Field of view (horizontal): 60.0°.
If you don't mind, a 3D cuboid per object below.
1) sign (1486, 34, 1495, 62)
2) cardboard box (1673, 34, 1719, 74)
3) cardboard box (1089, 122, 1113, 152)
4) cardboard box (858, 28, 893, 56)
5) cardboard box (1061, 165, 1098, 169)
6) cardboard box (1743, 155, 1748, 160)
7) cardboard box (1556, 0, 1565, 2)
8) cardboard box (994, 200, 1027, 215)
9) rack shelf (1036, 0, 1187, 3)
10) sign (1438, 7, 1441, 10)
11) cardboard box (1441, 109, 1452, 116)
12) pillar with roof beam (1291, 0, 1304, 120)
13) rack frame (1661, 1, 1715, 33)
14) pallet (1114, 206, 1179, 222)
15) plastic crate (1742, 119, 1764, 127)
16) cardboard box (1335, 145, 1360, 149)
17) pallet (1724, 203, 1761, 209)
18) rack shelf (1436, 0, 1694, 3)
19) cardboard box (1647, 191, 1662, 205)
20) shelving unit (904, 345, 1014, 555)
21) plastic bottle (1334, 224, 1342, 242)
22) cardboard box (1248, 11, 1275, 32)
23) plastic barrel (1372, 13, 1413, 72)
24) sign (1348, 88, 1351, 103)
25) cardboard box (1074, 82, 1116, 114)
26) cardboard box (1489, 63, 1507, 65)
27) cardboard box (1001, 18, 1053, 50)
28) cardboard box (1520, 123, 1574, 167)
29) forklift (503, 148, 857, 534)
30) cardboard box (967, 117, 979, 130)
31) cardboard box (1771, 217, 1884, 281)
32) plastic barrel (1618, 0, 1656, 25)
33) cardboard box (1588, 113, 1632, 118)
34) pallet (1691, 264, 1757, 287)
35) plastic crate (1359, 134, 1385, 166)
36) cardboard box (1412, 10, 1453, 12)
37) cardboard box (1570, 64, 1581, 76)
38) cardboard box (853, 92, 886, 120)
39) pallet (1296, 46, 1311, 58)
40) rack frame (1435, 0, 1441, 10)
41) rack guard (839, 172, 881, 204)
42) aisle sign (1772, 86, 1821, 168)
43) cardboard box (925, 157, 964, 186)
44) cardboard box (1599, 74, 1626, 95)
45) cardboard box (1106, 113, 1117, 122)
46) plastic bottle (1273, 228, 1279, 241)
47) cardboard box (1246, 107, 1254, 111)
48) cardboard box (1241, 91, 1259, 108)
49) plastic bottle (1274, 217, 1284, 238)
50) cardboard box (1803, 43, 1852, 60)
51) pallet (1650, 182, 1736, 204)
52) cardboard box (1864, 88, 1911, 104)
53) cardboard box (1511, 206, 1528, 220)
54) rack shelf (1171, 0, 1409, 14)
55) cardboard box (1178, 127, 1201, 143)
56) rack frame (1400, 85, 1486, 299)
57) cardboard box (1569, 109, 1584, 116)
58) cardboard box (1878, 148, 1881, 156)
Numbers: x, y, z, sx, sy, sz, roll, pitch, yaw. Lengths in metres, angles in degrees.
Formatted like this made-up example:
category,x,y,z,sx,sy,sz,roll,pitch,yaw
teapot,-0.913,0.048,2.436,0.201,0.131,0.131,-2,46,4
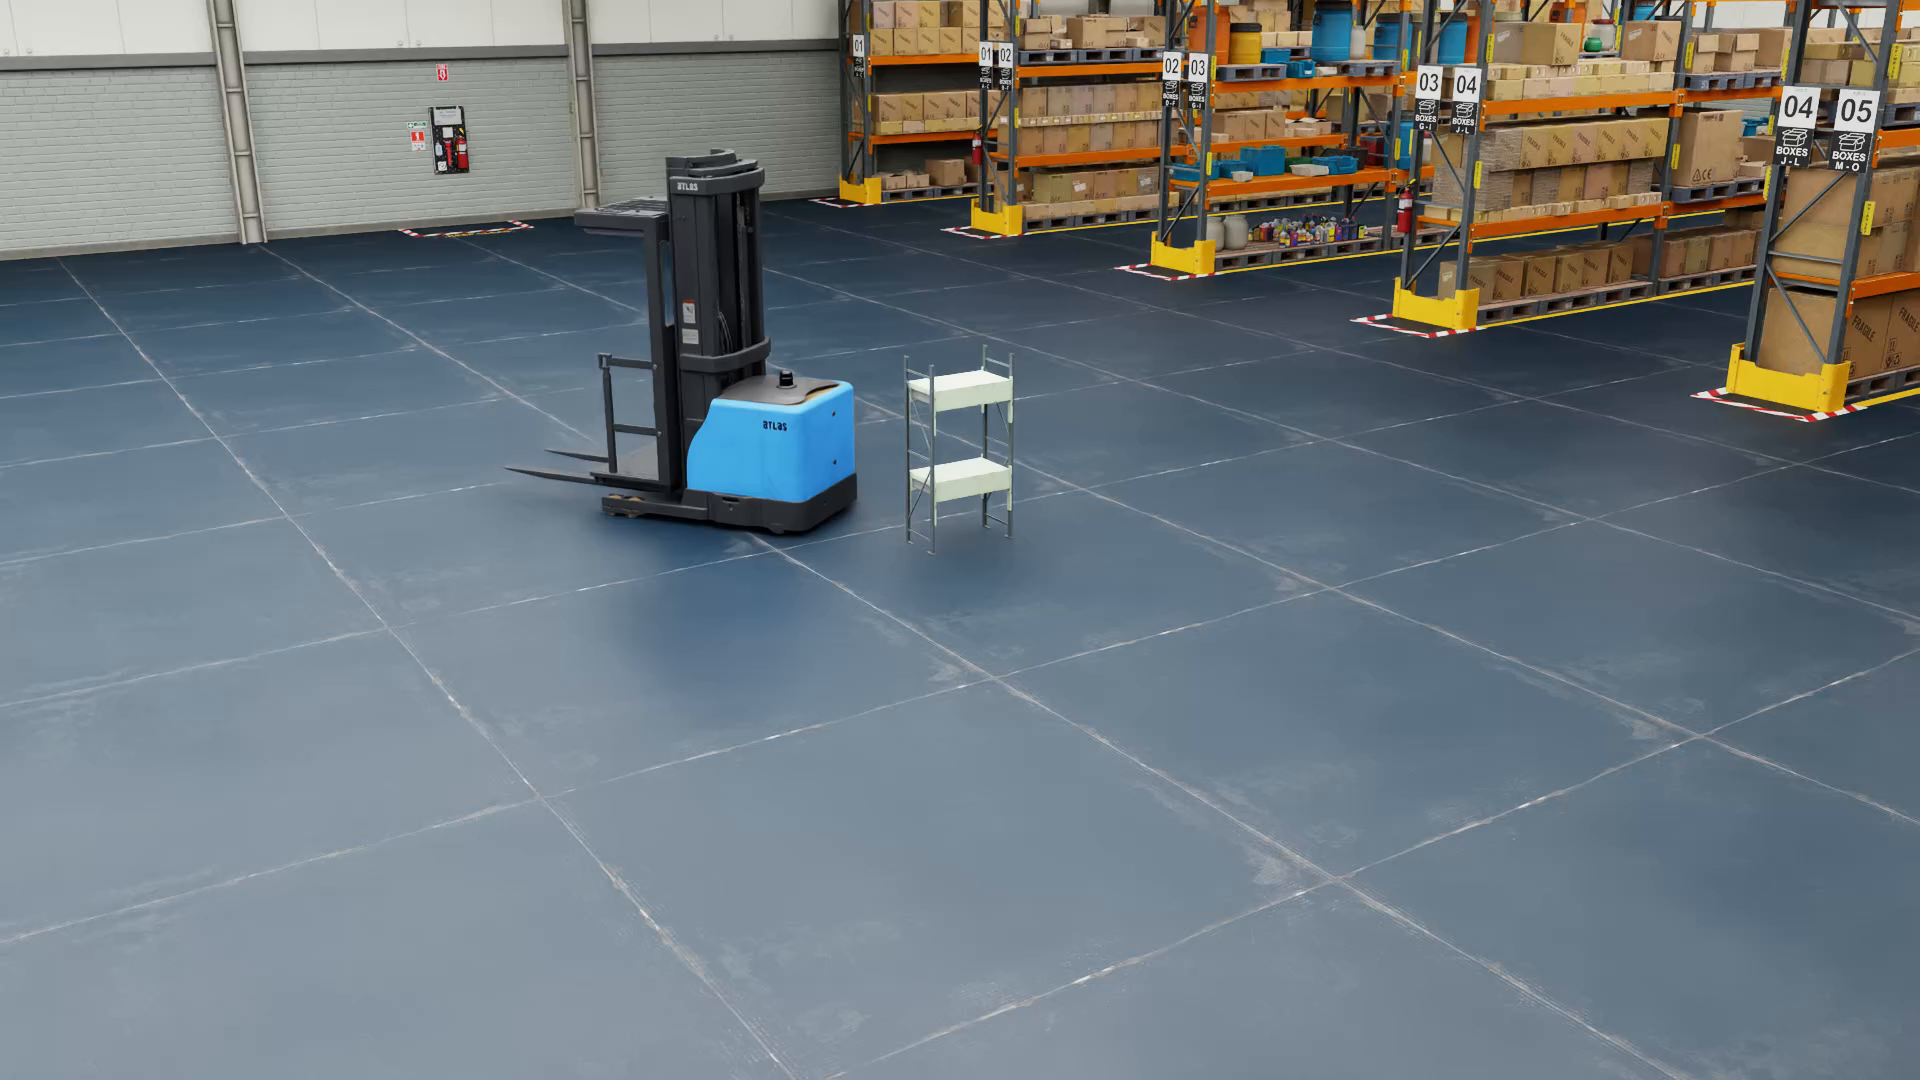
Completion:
category,x,y,z,sx,sy,sz,roll,pitch,yaw
sign,6.406,-5.947,20.105,0.005,0.325,0.100,-12,22,-31
cardboard box,9.895,-6.687,22.841,0.637,0.503,0.797,-13,23,-34
cardboard box,2.351,-7.307,30.020,0.500,0.500,0.700,-11,22,-30
cardboard box,-1.648,-9.702,32.388,0.500,0.500,0.500,-11,22,-30
cardboard box,2.192,-6.601,30.554,0.500,0.500,0.500,-12,22,-31
cardboard box,11.263,-5.561,24.588,0.500,0.250,0.500,-13,22,-33
cardboard box,12.782,-11.391,35.854,0.500,0.500,0.700,-12,22,-31
cardboard box,0.948,-5.978,29.880,0.500,0.250,0.500,-12,22,-31
rack shelf,2.946,-11.601,35.256,4.000,0.370,1.077,-12,22,-31
sign,11.585,-12.706,40.202,0.005,0.325,0.100,-12,22,-31
cardboard box,10.166,-9.244,35.093,0.700,0.500,0.500,14,23,35
pillar with roof beam,10.434,-12.391,35.846,0.400,9.000,9.100,-12,22,-31
rack frame,13.406,-10.538,30.365,0.127,3.000,1.000,-12,22,-31
pallet,3.316,-6.163,31.144,1.213,0.211,1.003,-12,22,-31
plastic crate,15.809,-8.278,33.215,0.300,0.233,0.416,-12,22,-31
cardboard box,8.041,-7.935,34.078,0.500,0.250,0.500,-11,22,-29
pallet,15.018,-6.731,32.825,1.213,0.211,1.003,-12,22,-31
rack shelf,7.778,-7.109,21.351,4.000,0.370,1.077,-12,22,-31
cardboard box,9.430,-4.727,22.934,0.250,0.149,0.380,-12,22,-31
shelving unit,-0.006,-0.709,13.001,0.755,1.500,0.431,-12,22,-31
plastic bottle,6.071,-4.944,26.740,0.133,0.283,0.061,-10,21,-28
cardboard box,6.732,-11.782,37.884,0.500,0.500,0.700,-12,22,-32
plastic barrel,7.030,-8.093,27.033,0.708,0.901,0.600,-12,22,-31
sign,7.652,-8.718,32.539,0.005,0.325,0.100,-12,22,-31
cardboard box,2.379,-7.929,29.834,0.500,0.500,0.700,-12,22,-31
cardboard box,6.814,-6.071,21.448,0.250,0.149,0.380,-12,22,-31
cardboard box,1.145,-8.743,28.704,0.637,0.503,0.797,-10,21,-28
cardboard box,7.555,-5.118,21.518,0.500,0.500,0.500,-12,22,-31
forklift,-2.437,-1.720,13.755,3.031,2.935,1.130,8,20,21
cardboard box,0.214,-8.532,34.003,0.500,0.250,0.500,-12,22,-32
cardboard box,9.036,-3.061,17.383,0.550,0.550,0.875,-12,22,-31
plastic barrel,12.064,-9.212,29.687,0.708,0.901,0.600,-12,22,-31
cardboard box,8.933,-5.613,22.981,0.500,0.500,0.500,-12,22,-31
pallet,11.118,-3.995,24.731,1.213,0.211,1.003,-12,22,-31
plastic crate,6.960,-6.484,27.641,0.583,0.464,0.402,-12,22,-31
cardboard box,9.678,-10.543,34.096,0.600,0.600,0.600,-12,22,-32
cardboard box,7.752,-6.059,21.412,0.250,0.149,0.380,-12,22,-32
cardboard box,-1.788,-8.666,33.226,0.500,0.500,0.500,-12,22,-32
pallet,6.826,-9.505,32.288,1.003,0.211,1.213,-11,21,-29
rack frame,11.298,-13.892,40.287,0.127,3.000,1.000,-12,22,-31
rack guard,-2.002,-7.061,33.351,0.348,0.500,1.175,-12,22,-31
aisle sign,8.527,-4.212,16.962,0.004,0.787,0.394,-12,22,-31
cardboard box,-0.321,-7.571,34.170,0.500,0.500,0.700,-14,23,-35
cardboard box,8.347,-5.981,21.805,0.500,0.250,0.500,-12,22,-32
cardboard box,2.612,-7.591,29.846,0.250,0.149,0.380,-11,22,-30
plastic bottle,5.102,-4.937,26.848,0.097,0.201,0.097,0,19,0
cardboard box,6.517,-9.845,38.044,0.250,0.149,0.380,-11,22,-30
cardboard box,6.451,-10.127,37.864,0.500,0.500,0.500,-11,22,-30
plastic bottle,5.154,-5.068,27.002,0.185,0.351,0.144,-11,22,-29
cardboard box,8.846,-4.989,16.970,0.250,0.149,0.380,-12,22,-31
pallet,10.167,-4.967,23.552,1.213,0.211,1.003,-12,22,-31
cardboard box,9.214,-4.436,16.579,0.250,0.149,0.380,-12,22,-31
cardboard box,7.110,-4.253,21.535,0.250,0.149,0.380,-12,22,-31
rack shelf,5.054,-8.246,25.334,4.000,0.370,1.077,-12,22,-31
cardboard box,4.390,-7.640,31.393,0.500,0.250,0.500,-10,21,-28
rack frame,6.108,-4.257,21.154,0.127,3.000,1.000,-12,22,-31
cardboard box,13.370,-9.529,36.593,0.500,0.500,0.500,-12,22,-31
cardboard box,13.774,-5.818,25.615,0.500,0.500,0.500,-13,22,-33
